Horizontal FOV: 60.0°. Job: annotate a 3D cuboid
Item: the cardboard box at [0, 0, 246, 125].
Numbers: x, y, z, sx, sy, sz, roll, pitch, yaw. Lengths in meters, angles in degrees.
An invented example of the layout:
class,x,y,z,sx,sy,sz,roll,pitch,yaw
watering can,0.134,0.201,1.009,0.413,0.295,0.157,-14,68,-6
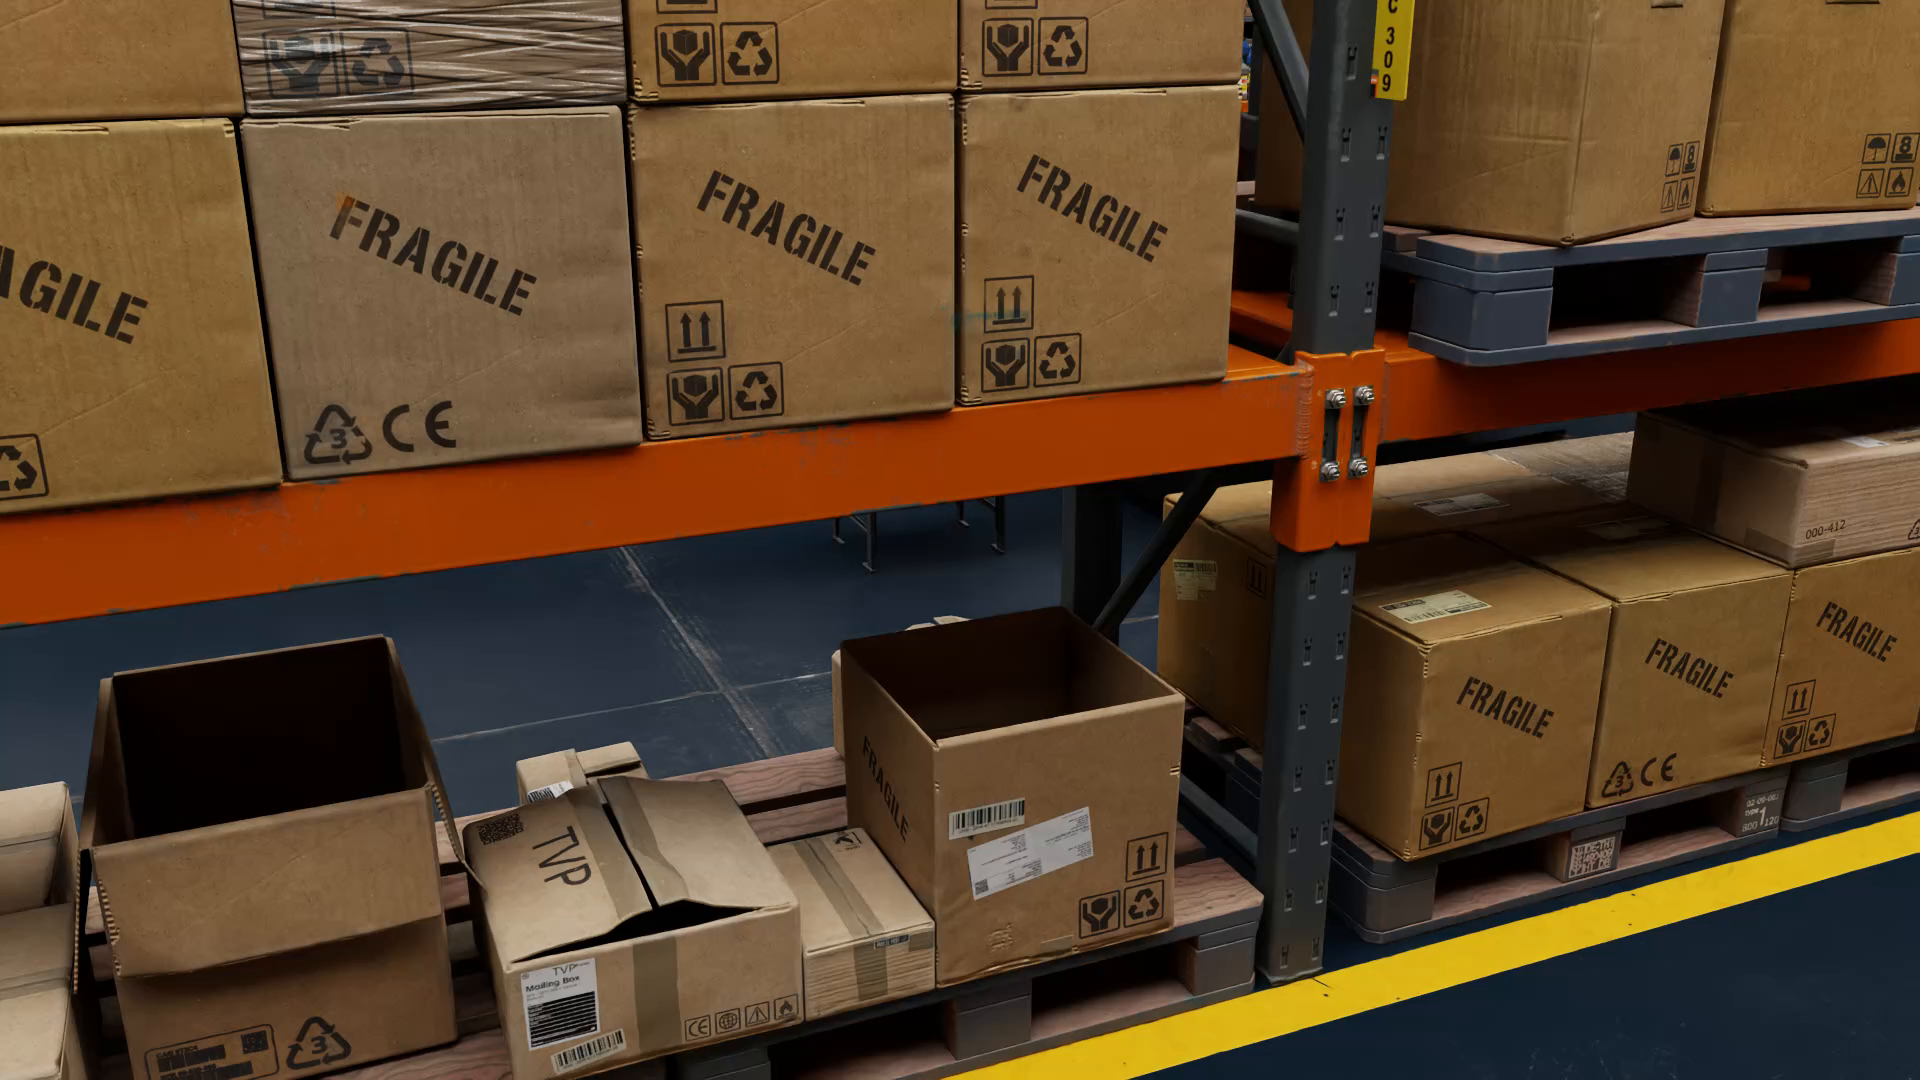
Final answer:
class,x,y,z,sx,sy,sz,roll,pitch,yaw
cardboard box,-1.257,-0.829,2.204,0.500,0.500,0.500,-8,21,-22

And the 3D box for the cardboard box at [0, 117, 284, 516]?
class,x,y,z,sx,sy,sz,roll,pitch,yaw
cardboard box,-1.269,-0.355,2.362,0.500,0.500,0.500,-8,21,-21

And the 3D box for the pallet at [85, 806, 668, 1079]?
class,x,y,z,sx,sy,sz,roll,pitch,yaw
pallet,-1.254,0.911,3.116,1.213,0.211,1.003,-8,21,-22

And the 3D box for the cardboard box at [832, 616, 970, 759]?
class,x,y,z,sx,sy,sz,roll,pitch,yaw
cardboard box,0.028,0.394,3.772,0.500,0.311,0.500,-8,21,-22

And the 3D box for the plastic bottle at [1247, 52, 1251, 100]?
class,x,y,z,sx,sy,sz,roll,pitch,yaw
plastic bottle,1.507,-2.384,8.469,0.097,0.271,0.097,0,19,0

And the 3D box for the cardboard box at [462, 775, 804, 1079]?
class,x,y,z,sx,sy,sz,roll,pitch,yaw
cardboard box,-0.600,0.665,3.003,0.500,0.311,0.500,-8,21,-22

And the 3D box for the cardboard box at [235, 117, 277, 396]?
class,x,y,z,sx,sy,sz,roll,pitch,yaw
cardboard box,-1.472,-0.518,2.827,0.500,0.500,0.500,-8,21,-23

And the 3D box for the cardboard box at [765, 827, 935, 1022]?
class,x,y,z,sx,sy,sz,roll,pitch,yaw
cardboard box,-0.232,0.710,3.118,0.250,0.149,0.380,-8,21,-22

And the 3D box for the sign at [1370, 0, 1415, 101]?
class,x,y,z,sx,sy,sz,roll,pitch,yaw
sign,0.721,-0.900,2.758,0.005,0.325,0.100,-8,21,-22

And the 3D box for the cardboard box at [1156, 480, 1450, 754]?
class,x,y,z,sx,sy,sz,roll,pitch,yaw
cardboard box,0.839,0.163,4.143,0.500,0.500,0.500,-8,21,-22

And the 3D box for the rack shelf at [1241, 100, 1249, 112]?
class,x,y,z,sx,sy,sz,roll,pitch,yaw
rack shelf,0.377,-2.091,8.527,4.000,0.370,1.077,-8,21,-22

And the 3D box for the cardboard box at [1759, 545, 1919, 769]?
class,x,y,z,sx,sy,sz,roll,pitch,yaw
cardboard box,1.987,0.189,4.069,0.500,0.500,0.500,-8,21,-21

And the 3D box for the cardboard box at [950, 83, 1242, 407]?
class,x,y,z,sx,sy,sz,roll,pitch,yaw
cardboard box,0.142,-0.559,2.943,0.500,0.500,0.500,-8,21,-21

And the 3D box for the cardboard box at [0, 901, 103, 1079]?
class,x,y,z,sx,sy,sz,roll,pitch,yaw
cardboard box,-1.644,0.843,2.589,0.500,0.250,0.500,-8,21,-22

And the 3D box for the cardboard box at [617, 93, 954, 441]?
class,x,y,z,sx,sy,sz,roll,pitch,yaw
cardboard box,-0.331,-0.491,2.749,0.500,0.500,0.500,-8,21,-20

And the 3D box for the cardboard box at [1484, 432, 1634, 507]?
class,x,y,z,sx,sy,sz,roll,pitch,yaw
cardboard box,1.757,0.035,4.508,0.500,0.500,0.500,-8,21,-21

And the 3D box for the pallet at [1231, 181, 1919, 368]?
class,x,y,z,sx,sy,sz,roll,pitch,yaw
pallet,1.276,-0.637,3.604,1.213,0.211,1.003,-8,21,-22

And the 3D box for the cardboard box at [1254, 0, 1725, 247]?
class,x,y,z,sx,sy,sz,roll,pitch,yaw
cardboard box,1.023,-0.895,3.265,0.500,0.500,0.700,-17,26,-40

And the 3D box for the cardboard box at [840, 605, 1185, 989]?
class,x,y,z,sx,sy,sz,roll,pitch,yaw
cardboard box,0.088,0.477,3.252,0.500,0.500,0.500,-8,21,-22

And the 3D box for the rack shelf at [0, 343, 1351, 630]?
class,x,y,z,sx,sy,sz,roll,pitch,yaw
rack shelf,-1.337,-0.054,2.741,4.000,0.370,1.077,-8,21,-22

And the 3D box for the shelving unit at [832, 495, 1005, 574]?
class,x,y,z,sx,sy,sz,roll,pitch,yaw
shelving unit,-0.152,-0.969,5.611,0.503,2.100,0.431,-8,21,-22

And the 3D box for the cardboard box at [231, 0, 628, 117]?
class,x,y,z,sx,sy,sz,roll,pitch,yaw
cardboard box,-0.795,-0.895,2.391,0.500,0.500,0.500,-8,21,-21

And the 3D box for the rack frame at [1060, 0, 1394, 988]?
class,x,y,z,sx,sy,sz,roll,pitch,yaw
rack frame,0.499,-0.656,3.368,0.127,3.000,1.000,-8,21,-22

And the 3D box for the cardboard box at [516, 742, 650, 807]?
class,x,y,z,sx,sy,sz,roll,pitch,yaw
cardboard box,-0.762,0.579,3.465,0.250,0.166,0.380,-8,21,-22

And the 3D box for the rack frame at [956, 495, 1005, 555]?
class,x,y,z,sx,sy,sz,roll,pitch,yaw
rack frame,0.072,-1.001,5.703,0.015,2.100,0.400,-8,21,-22

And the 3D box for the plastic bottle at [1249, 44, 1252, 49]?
class,x,y,z,sx,sy,sz,roll,pitch,yaw
plastic bottle,1.688,-2.676,9.293,0.135,0.276,0.152,-8,21,-22

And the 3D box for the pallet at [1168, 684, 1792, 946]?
class,x,y,z,sx,sy,sz,roll,pitch,yaw
pallet,1.231,0.541,4.168,1.213,0.211,1.003,-8,21,-22

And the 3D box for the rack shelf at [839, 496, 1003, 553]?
class,x,y,z,sx,sy,sz,roll,pitch,yaw
rack shelf,-0.152,-0.295,5.848,0.480,0.518,0.431,-8,21,-22

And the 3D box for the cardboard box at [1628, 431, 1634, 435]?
class,x,y,z,sx,sy,sz,roll,pitch,yaw
cardboard box,2.223,-0.033,4.699,0.500,0.500,0.500,-9,21,-24

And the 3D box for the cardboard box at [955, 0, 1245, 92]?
class,x,y,z,sx,sy,sz,roll,pitch,yaw
cardboard box,0.137,-1.029,2.773,0.500,0.500,0.500,-8,21,-22

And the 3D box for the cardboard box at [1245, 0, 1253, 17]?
class,x,y,z,sx,sy,sz,roll,pitch,yaw
cardboard box,2.369,-4.720,14.124,0.637,0.503,0.797,-6,20,-16

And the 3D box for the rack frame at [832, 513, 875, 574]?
class,x,y,z,sx,sy,sz,roll,pitch,yaw
rack frame,-0.376,-0.937,5.520,0.015,2.100,0.400,-8,21,-22

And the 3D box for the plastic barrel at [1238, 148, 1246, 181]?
class,x,y,z,sx,sy,sz,roll,pitch,yaw
plastic barrel,1.771,-1.798,9.247,0.708,0.830,0.600,-8,21,-22

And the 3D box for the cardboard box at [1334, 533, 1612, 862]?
class,x,y,z,sx,sy,sz,roll,pitch,yaw
cardboard box,1.040,0.326,3.680,0.500,0.500,0.500,-9,21,-24

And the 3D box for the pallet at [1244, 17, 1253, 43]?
class,x,y,z,sx,sy,sz,roll,pitch,yaw
pallet,2.053,-4.386,14.251,1.213,0.211,1.003,-8,21,-22

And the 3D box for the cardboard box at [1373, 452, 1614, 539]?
class,x,y,z,sx,sy,sz,roll,pitch,yaw
cardboard box,1.296,0.101,4.321,0.500,0.500,0.500,-8,21,-22

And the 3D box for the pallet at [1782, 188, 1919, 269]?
class,x,y,z,sx,sy,sz,roll,pitch,yaw
pallet,2.388,-0.834,4.164,1.213,0.211,1.003,-8,21,-22

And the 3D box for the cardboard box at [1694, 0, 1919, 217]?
class,x,y,z,sx,sy,sz,roll,pitch,yaw
cardboard box,1.629,-1.005,3.577,0.500,0.500,0.700,-5,20,-13

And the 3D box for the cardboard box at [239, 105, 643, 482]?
class,x,y,z,sx,sy,sz,roll,pitch,yaw
cardboard box,-0.802,-0.423,2.555,0.500,0.500,0.500,-8,21,-21

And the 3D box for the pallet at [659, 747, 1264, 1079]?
class,x,y,z,sx,sy,sz,roll,pitch,yaw
pallet,-0.132,0.750,3.576,1.213,0.211,1.003,-8,21,-22

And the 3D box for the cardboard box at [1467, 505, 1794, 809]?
class,x,y,z,sx,sy,sz,roll,pitch,yaw
cardboard box,1.525,0.253,3.889,0.500,0.500,0.500,-8,21,-21

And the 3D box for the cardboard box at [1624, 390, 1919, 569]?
class,x,y,z,sx,sy,sz,roll,pitch,yaw
cardboard box,1.958,-0.159,3.929,0.500,0.250,0.500,-8,21,-22

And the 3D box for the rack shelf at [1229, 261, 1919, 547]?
class,x,y,z,sx,sy,sz,roll,pitch,yaw
rack shelf,2.335,-0.580,4.235,4.000,0.370,1.077,-8,21,-22

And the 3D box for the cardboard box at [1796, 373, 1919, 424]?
class,x,y,z,sx,sy,sz,roll,pitch,yaw
cardboard box,2.418,-0.225,4.117,0.500,0.250,0.500,-9,21,-23

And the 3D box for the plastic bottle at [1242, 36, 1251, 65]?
class,x,y,z,sx,sy,sz,roll,pitch,yaw
plastic bottle,1.571,-2.667,9.274,0.097,0.271,0.097,0,19,0

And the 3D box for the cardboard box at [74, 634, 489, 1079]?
class,x,y,z,sx,sy,sz,roll,pitch,yaw
cardboard box,-1.224,0.563,3.004,0.637,0.503,0.797,-8,21,-22

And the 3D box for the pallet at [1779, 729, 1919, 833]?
class,x,y,z,sx,sy,sz,roll,pitch,yaw
pallet,2.353,0.379,4.628,1.213,0.211,1.003,-8,21,-22

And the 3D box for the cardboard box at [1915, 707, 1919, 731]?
class,x,y,z,sx,sy,sz,roll,pitch,yaw
cardboard box,2.451,0.123,4.258,0.500,0.500,0.500,-9,21,-24

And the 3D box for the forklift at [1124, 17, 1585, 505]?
class,x,y,z,sx,sy,sz,roll,pitch,yaw
forklift,1.961,-1.758,6.601,3.031,2.935,1.130,-11,22,-28

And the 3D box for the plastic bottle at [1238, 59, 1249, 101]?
class,x,y,z,sx,sy,sz,roll,pitch,yaw
plastic bottle,1.418,-2.338,8.444,0.097,0.201,0.097,0,19,0

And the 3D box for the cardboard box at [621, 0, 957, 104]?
class,x,y,z,sx,sy,sz,roll,pitch,yaw
cardboard box,-0.332,-0.961,2.579,0.500,0.500,0.500,-9,21,-23

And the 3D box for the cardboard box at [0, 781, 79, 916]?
class,x,y,z,sx,sy,sz,roll,pitch,yaw
cardboard box,-1.888,0.697,3.003,0.500,0.250,0.500,-8,21,-22
